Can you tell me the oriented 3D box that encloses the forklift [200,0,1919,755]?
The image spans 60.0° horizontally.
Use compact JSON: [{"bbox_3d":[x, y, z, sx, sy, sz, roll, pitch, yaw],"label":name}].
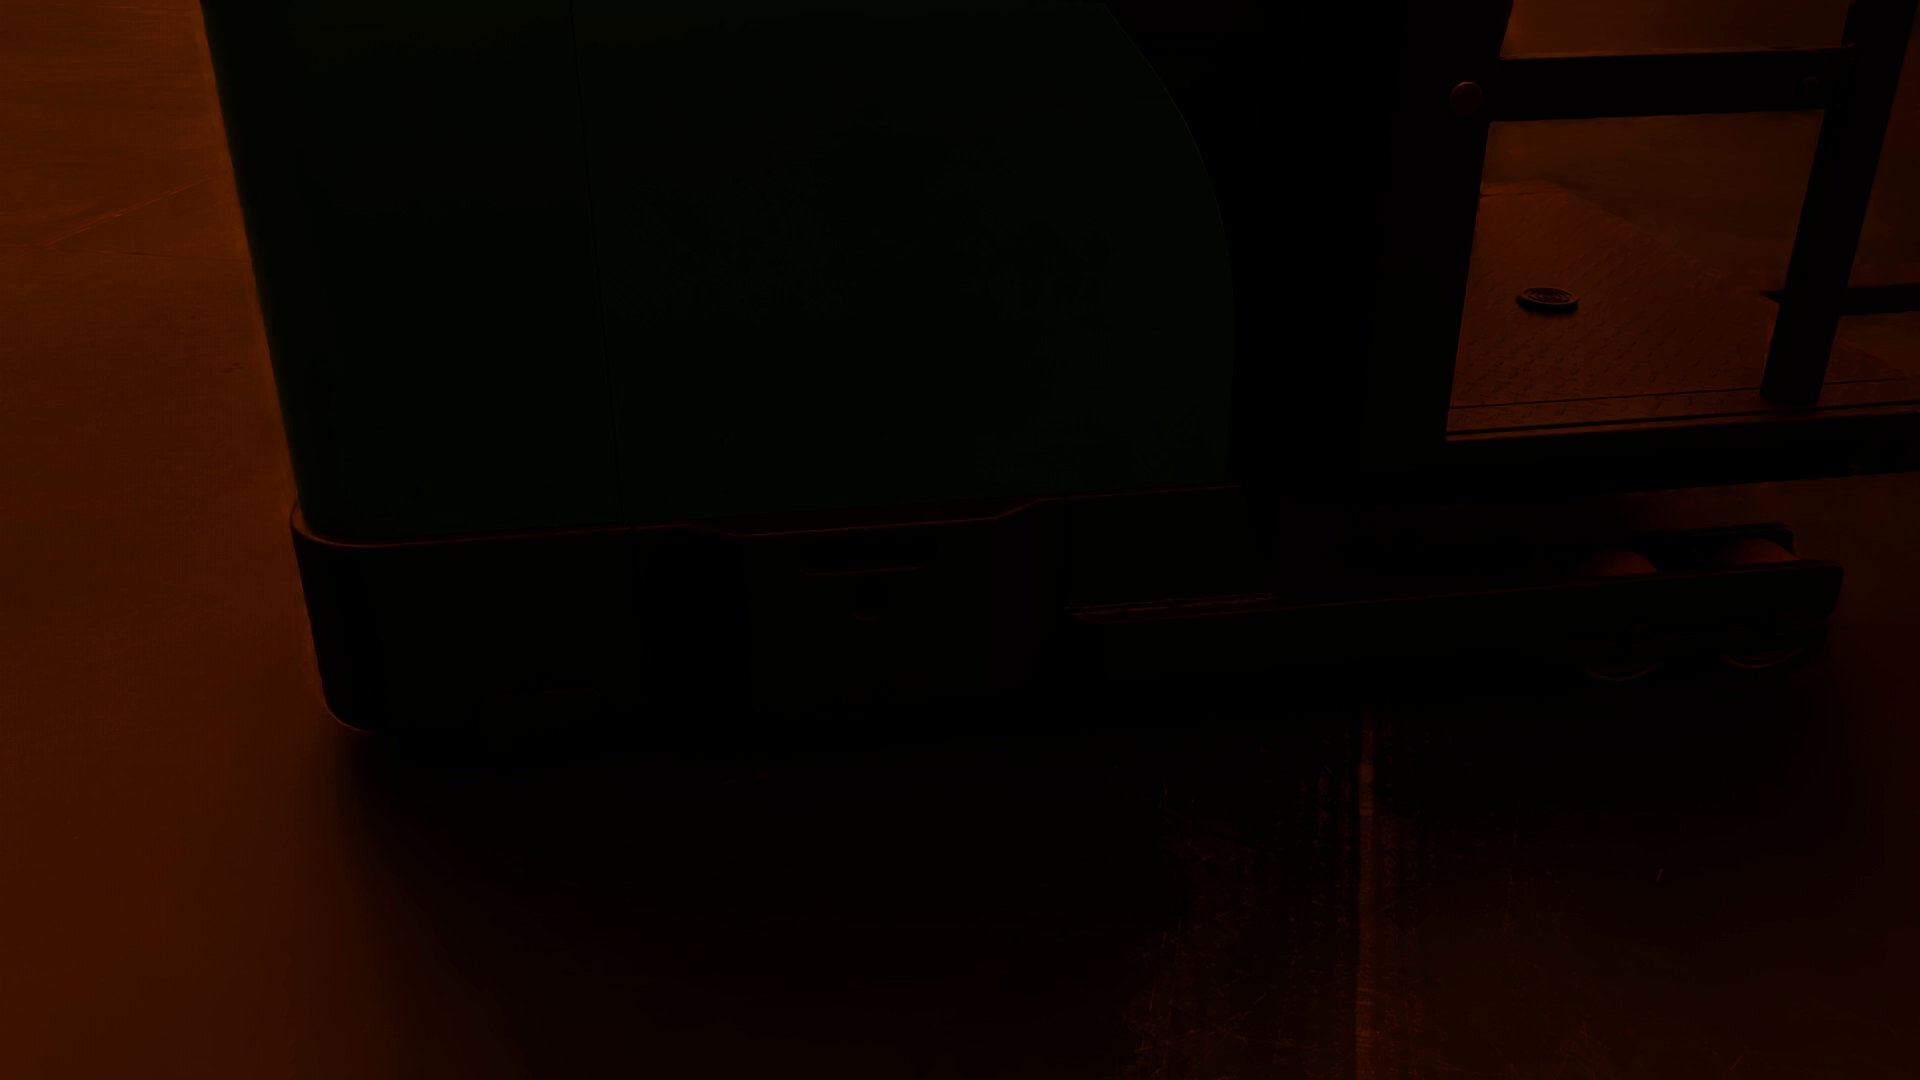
[{"bbox_3d":[0.675,-1.358,1.938,3.031,2.935,1.130,-4,27,-8],"label":"forklift"}]
